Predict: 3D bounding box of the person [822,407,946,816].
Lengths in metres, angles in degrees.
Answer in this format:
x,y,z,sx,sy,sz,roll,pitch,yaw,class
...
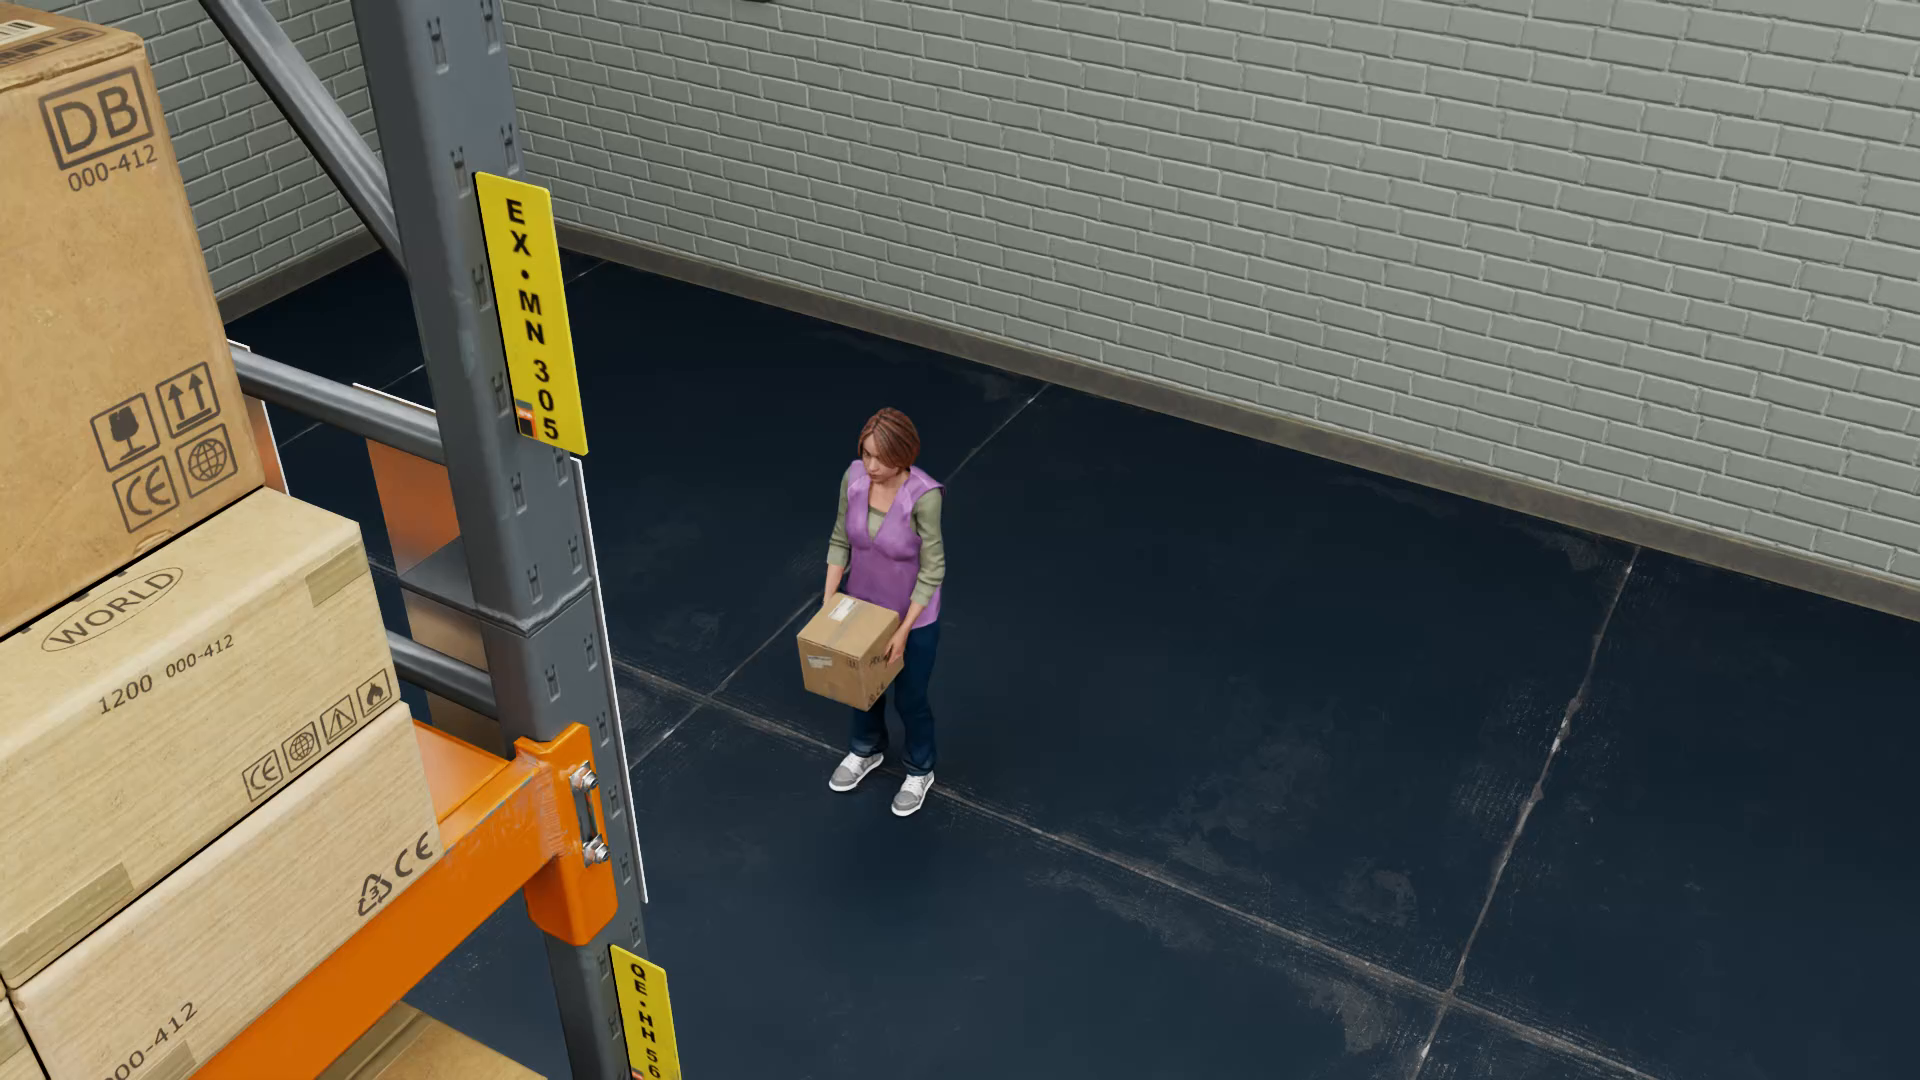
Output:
x,y,z,sx,sy,sz,roll,pitch,yaw,class
-0.262,0.268,5.756,0.444,1.603,0.411,17,38,23,person
